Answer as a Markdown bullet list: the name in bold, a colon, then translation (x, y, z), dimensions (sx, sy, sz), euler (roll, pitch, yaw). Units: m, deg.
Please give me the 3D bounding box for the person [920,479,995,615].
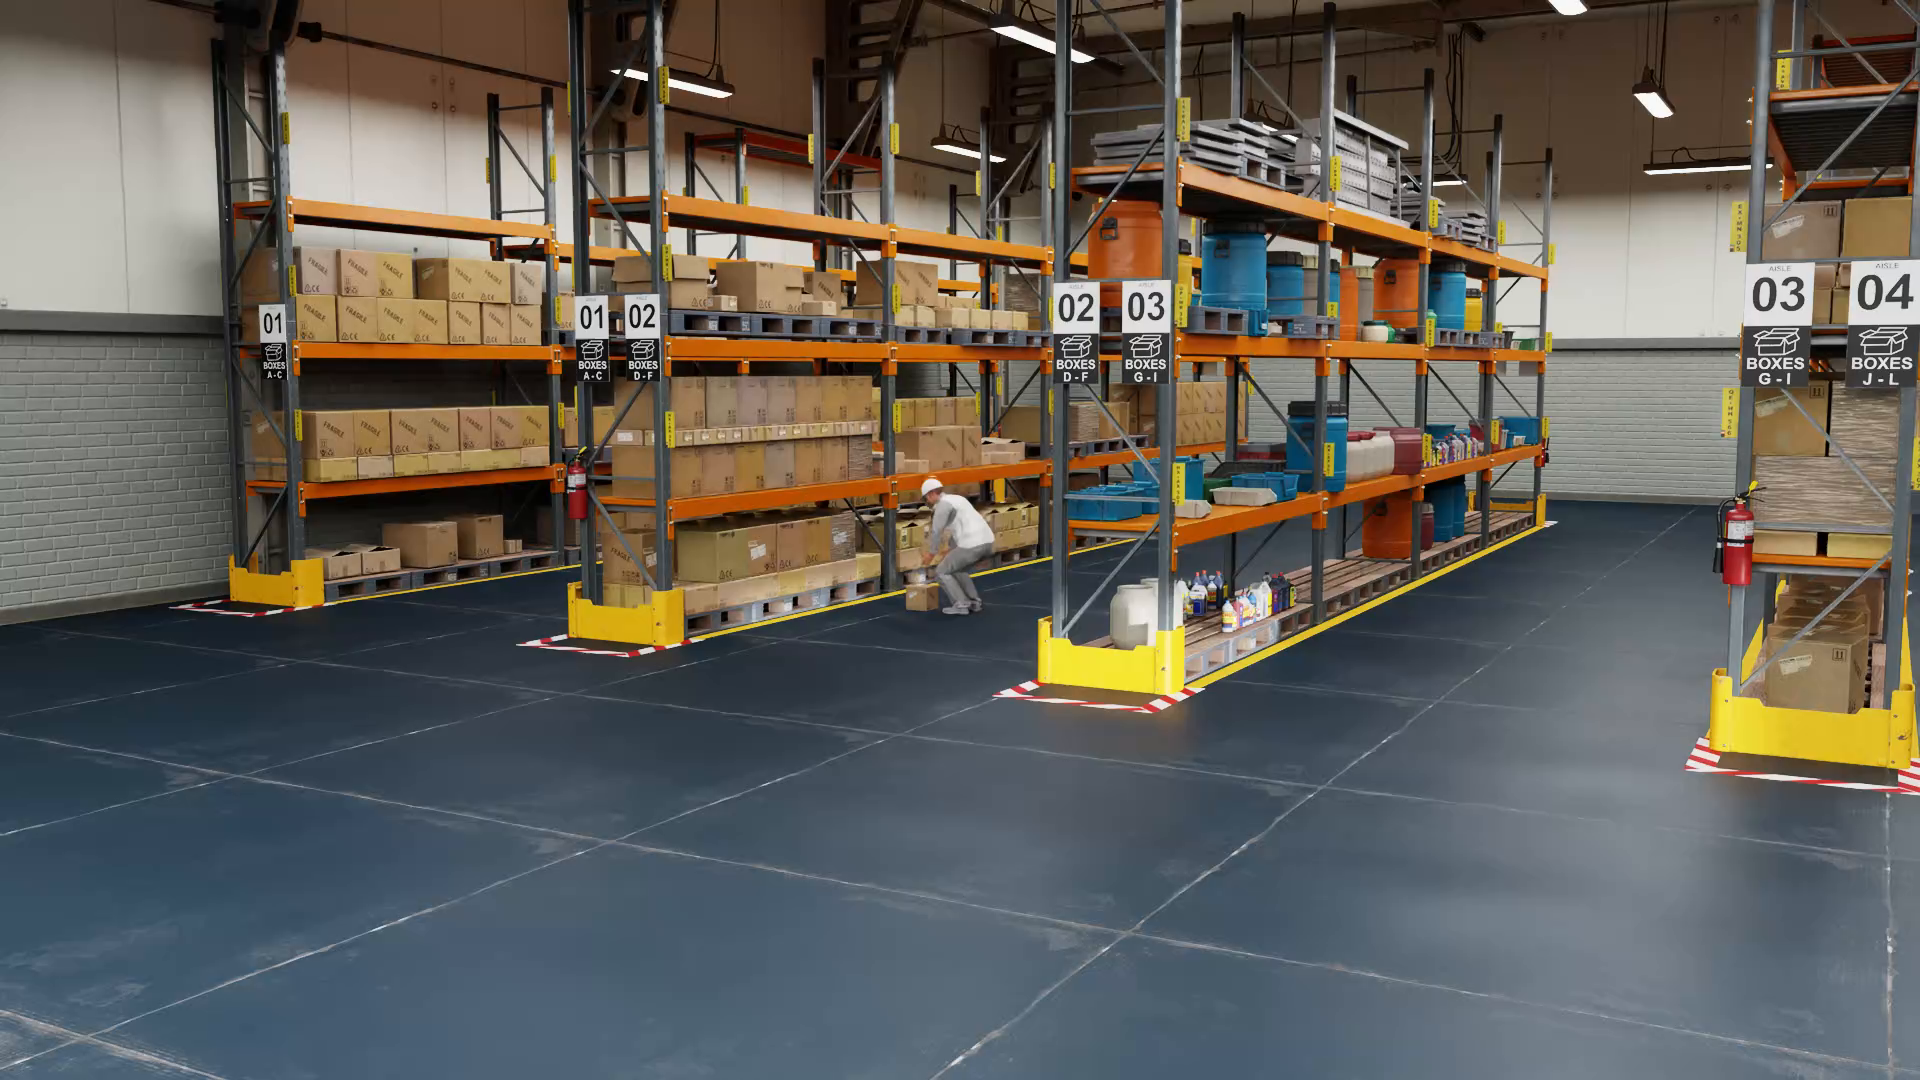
- **person**: translation (-0.053, 0.065, 17.261), dimensions (0.786, 1.390, 0.590), euler (3, 7, 29)
